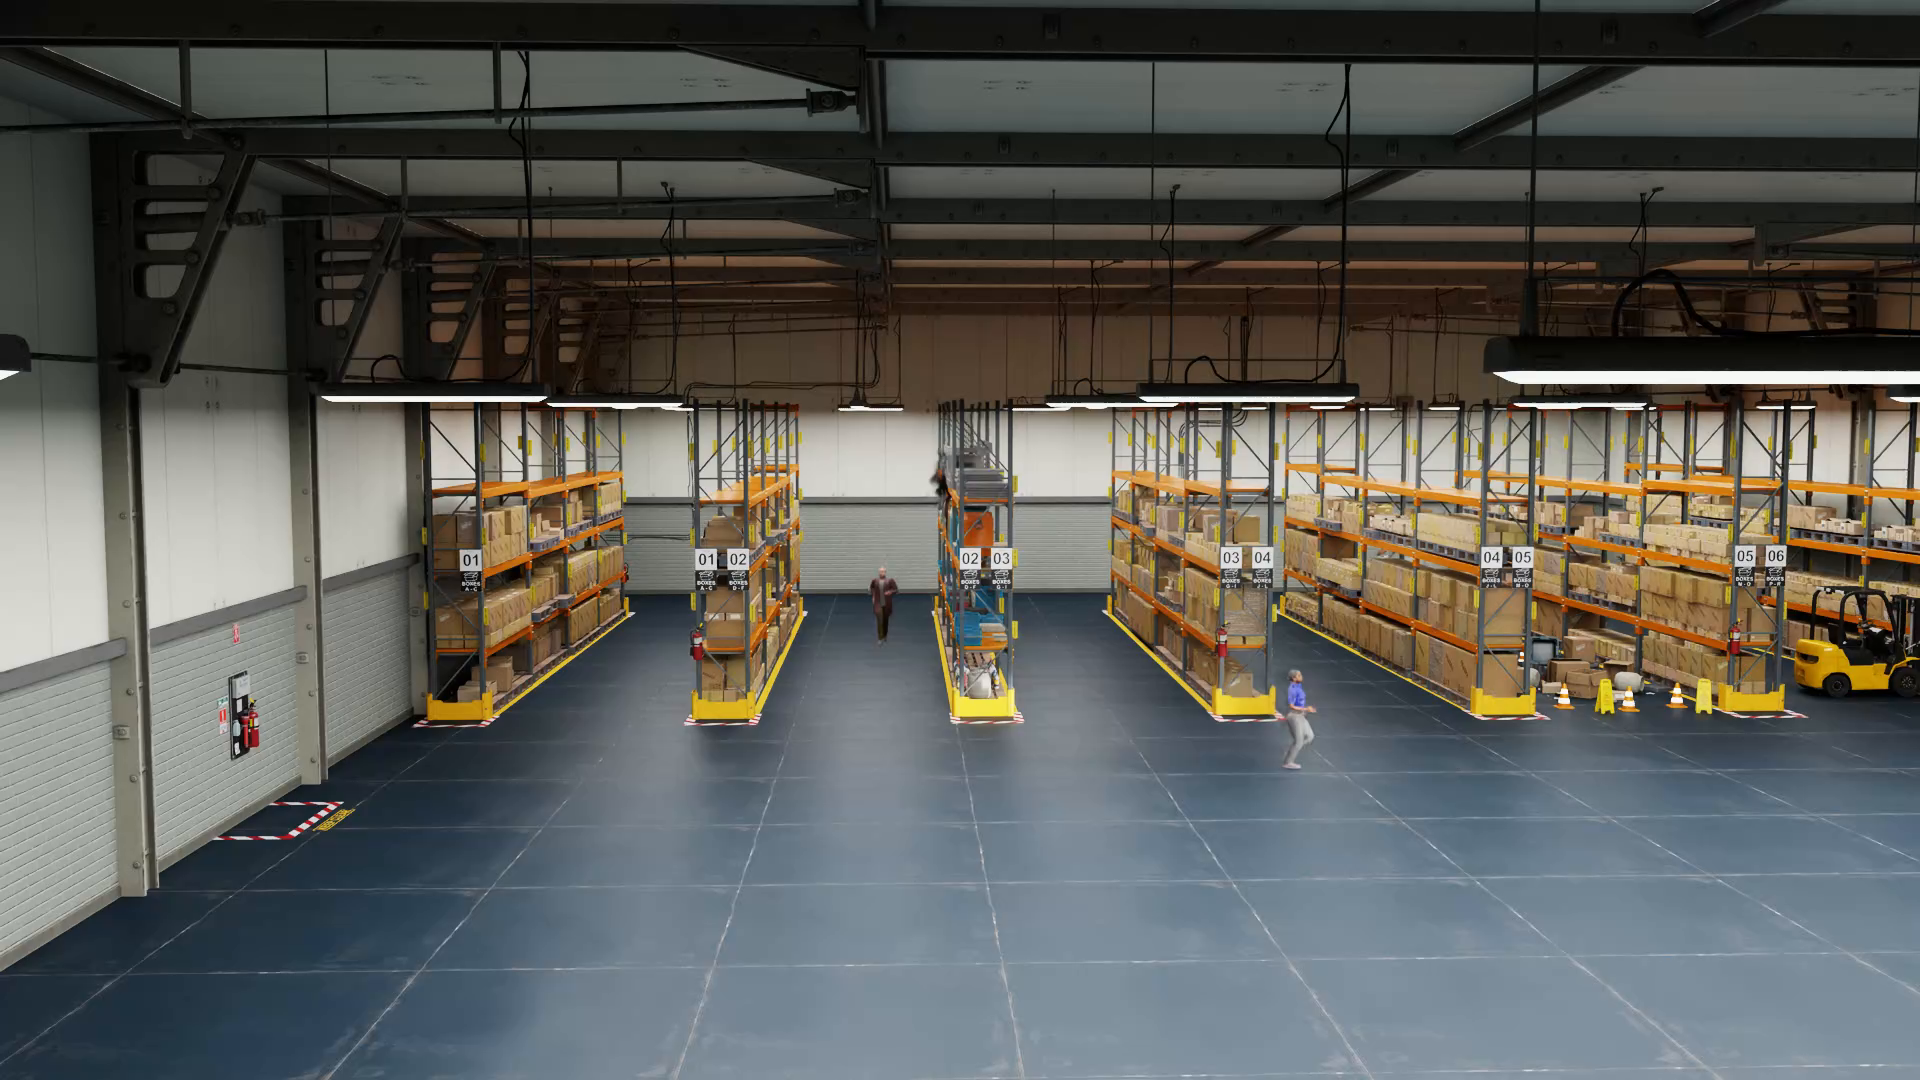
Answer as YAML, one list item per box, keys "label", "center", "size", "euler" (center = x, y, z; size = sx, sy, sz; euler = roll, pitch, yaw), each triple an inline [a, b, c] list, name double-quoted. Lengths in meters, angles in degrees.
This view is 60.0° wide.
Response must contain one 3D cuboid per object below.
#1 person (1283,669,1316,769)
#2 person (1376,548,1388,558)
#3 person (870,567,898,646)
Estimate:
- label: "person"
  center: [5.473, 2.878, 26.756]
  size: [0.553, 1.611, 0.565]
  euler: [2, 5, 21]
- label: "person"
  center: [12.568, 1.053, 49.662]
  size: [0.954, 1.772, 0.660]
  euler: [-1, 5, -16]
- label: "person"
  center: [-1.800, 1.555, 39.352]
  size: [0.686, 1.825, 0.931]
  euler: [0, 4, 0]
